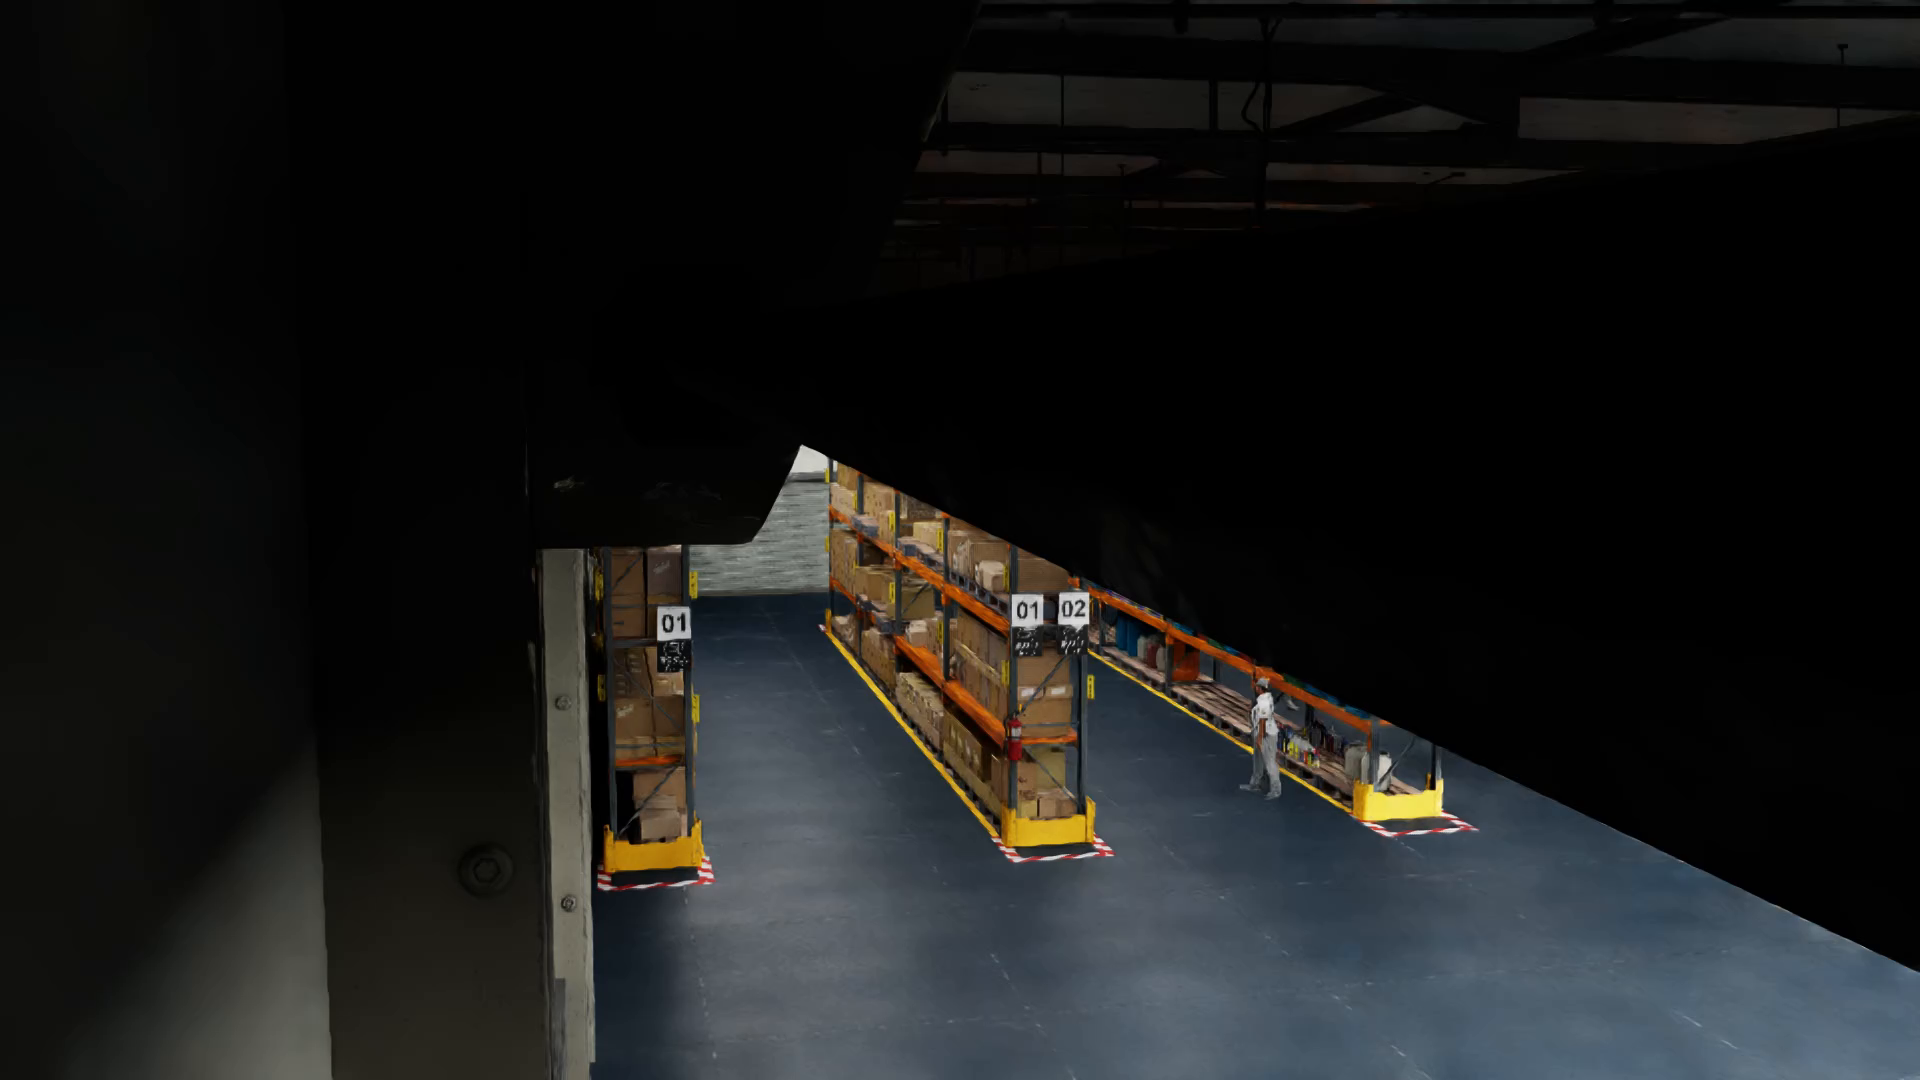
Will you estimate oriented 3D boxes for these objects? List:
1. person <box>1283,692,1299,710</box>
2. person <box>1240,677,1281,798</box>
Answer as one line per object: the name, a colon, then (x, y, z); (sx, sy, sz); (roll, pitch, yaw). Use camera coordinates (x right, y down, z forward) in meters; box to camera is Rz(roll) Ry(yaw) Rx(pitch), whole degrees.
person: (5.463, 2.101, 28.746); (0.483, 1.621, 0.993); (-3, 7, -21)
person: (4.223, 2.736, 23.297); (0.563, 1.654, 0.602); (1, 7, 8)
